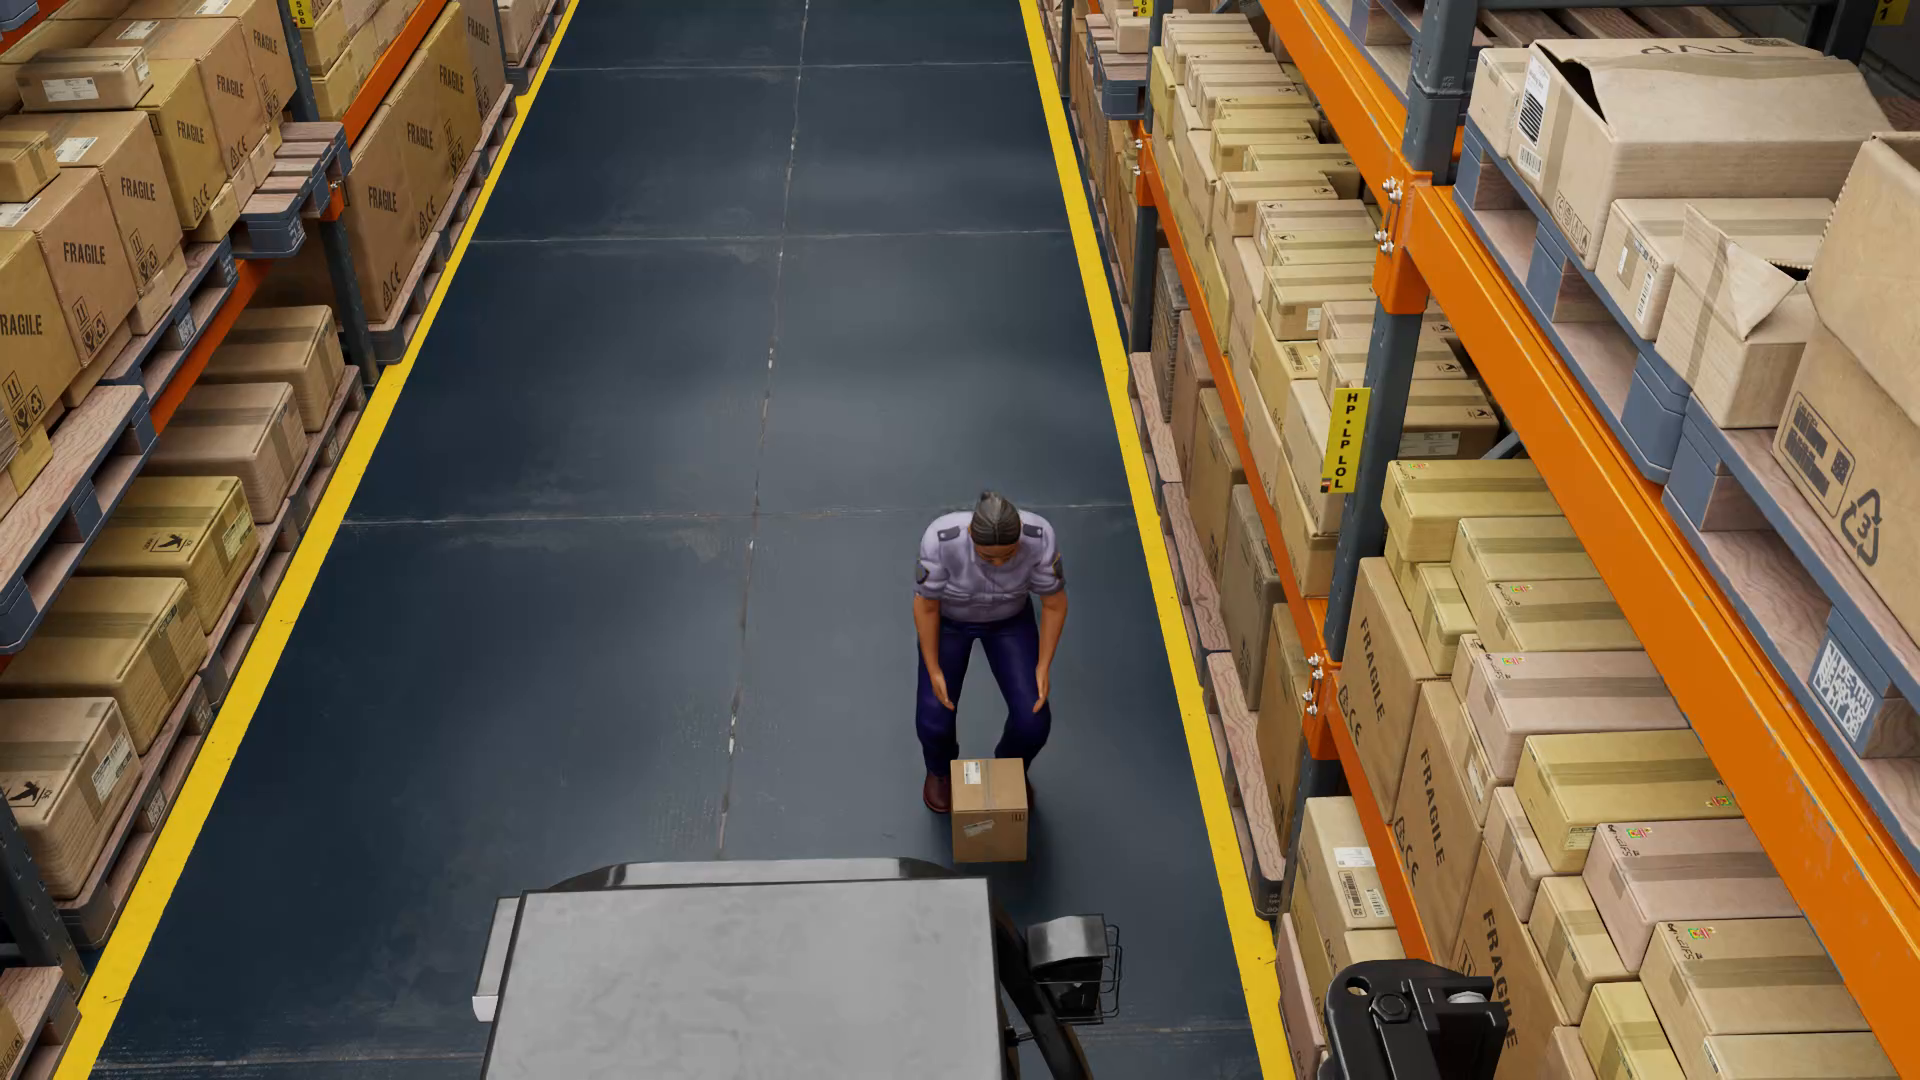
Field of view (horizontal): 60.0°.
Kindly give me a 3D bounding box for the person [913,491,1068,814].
[{"bbox_3d":[0.102,0.352,5.850,0.530,1.446,0.594,-1,35,-2],"label":"person"}]
